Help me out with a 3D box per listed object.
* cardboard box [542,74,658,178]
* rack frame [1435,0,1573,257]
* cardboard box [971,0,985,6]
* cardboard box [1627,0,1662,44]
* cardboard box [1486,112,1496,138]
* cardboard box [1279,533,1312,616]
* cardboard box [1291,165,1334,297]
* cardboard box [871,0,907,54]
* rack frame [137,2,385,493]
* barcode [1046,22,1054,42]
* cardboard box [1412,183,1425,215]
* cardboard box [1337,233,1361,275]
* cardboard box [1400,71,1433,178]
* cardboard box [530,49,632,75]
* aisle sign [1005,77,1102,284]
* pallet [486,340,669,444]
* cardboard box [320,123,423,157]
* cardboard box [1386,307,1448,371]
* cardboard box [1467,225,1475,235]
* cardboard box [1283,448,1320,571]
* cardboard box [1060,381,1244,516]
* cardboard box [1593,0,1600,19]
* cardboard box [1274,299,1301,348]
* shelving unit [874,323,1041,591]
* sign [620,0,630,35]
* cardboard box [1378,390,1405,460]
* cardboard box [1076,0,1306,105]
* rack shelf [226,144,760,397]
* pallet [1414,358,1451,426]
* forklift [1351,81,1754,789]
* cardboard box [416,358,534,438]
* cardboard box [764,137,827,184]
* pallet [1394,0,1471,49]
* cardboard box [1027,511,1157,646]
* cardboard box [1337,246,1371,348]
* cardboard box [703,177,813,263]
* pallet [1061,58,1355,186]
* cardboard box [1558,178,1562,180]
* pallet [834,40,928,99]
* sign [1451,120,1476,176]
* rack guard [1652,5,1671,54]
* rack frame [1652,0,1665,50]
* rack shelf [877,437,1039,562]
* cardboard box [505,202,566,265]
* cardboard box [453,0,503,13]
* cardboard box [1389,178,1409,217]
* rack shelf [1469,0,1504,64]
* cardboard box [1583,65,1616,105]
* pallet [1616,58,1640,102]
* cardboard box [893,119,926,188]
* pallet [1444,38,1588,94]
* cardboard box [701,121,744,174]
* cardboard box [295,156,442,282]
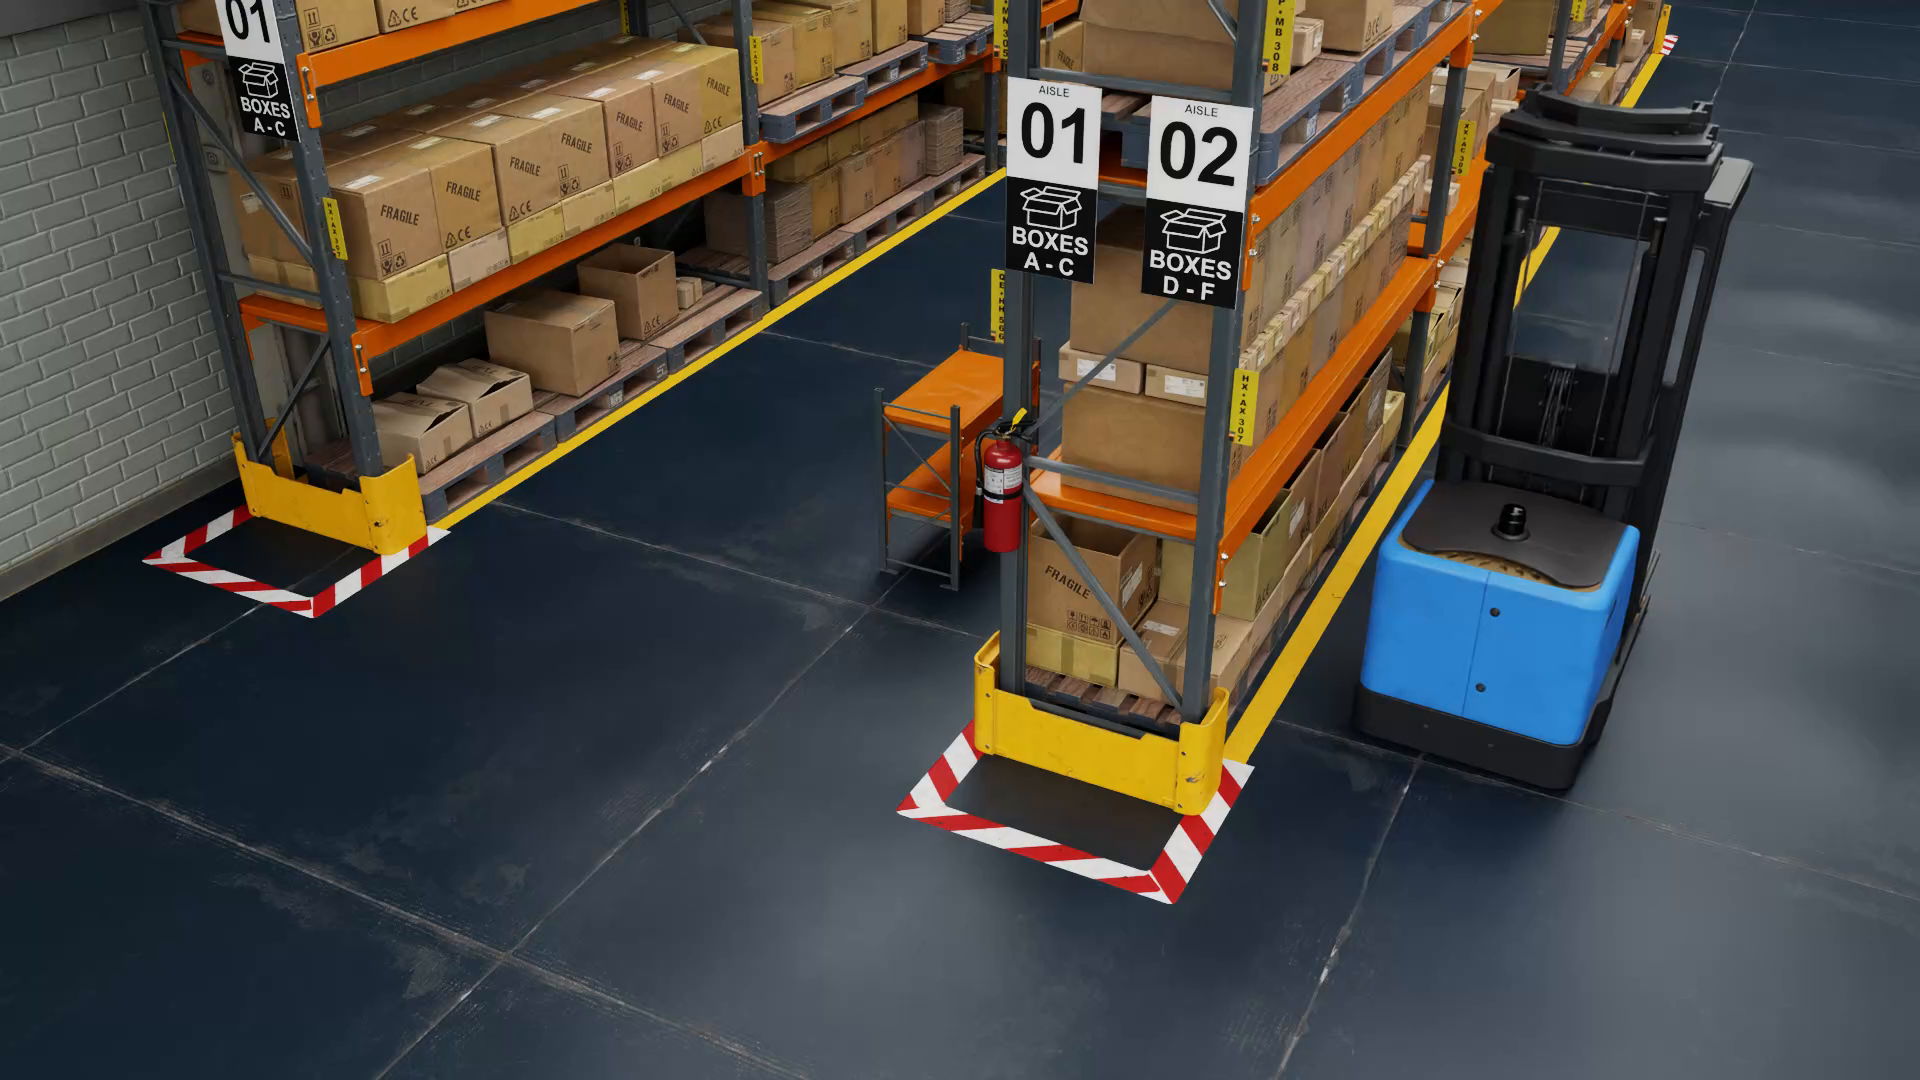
[{"bbox_3d":[-2.336,-2.695,10.809,0.500,0.500,0.500,13,32,22],"label":"cardboard box"},{"bbox_3d":[4.299,-3.801,13.356,1.000,3.000,0.127,14,33,23],"label":"rack frame"},{"bbox_3d":[0.337,-5.261,15.480,0.500,0.500,0.500,15,33,25],"label":"cardboard box"},{"bbox_3d":[7.915,-6.157,19.528,0.500,0.500,0.500,14,33,23],"label":"cardboard box"},{"bbox_3d":[3.769,-3.114,12.412,0.380,0.149,0.250,17,34,27],"label":"cardboard box"},{"bbox_3d":[1.550,0.125,8.860,0.500,0.250,0.500,14,33,23],"label":"cardboard box"},{"bbox_3d":[1.367,-1.546,8.026,0.700,0.500,0.500,14,33,23],"label":"cardboard box"},{"bbox_3d":[-0.865,-4.389,13.839,0.700,0.500,0.500,14,33,23],"label":"cardboard box"},{"bbox_3d":[-3.757,-1.376,9.135,1.000,3.000,0.127,14,33,23],"label":"rack frame"},{"bbox_3d":[0.363,-2.050,6.713,0.001,0.075,0.075,14,33,23],"label":"barcode"},{"bbox_3d":[2.663,-2.191,10.703,0.500,0.250,0.500,17,34,26],"label":"cardboard box"},{"bbox_3d":[1.846,-1.502,8.602,0.380,0.149,0.250,15,33,25],"label":"cardboard box"},{"bbox_3d":[2.281,-2.435,9.575,0.700,0.500,0.500,14,33,24],"label":"cardboard box"},{"bbox_3d":[-2.573,-3.029,11.390,0.500,0.500,0.500,14,33,23],"label":"cardboard box"},{"bbox_3d":[0.364,-1.419,6.598,0.394,0.787,0.004,14,33,23],"label":"aisle sign"},{"bbox_3d":[-2.763,-1.092,11.439,1.003,0.211,1.213,14,33,23],"label":"pallet"},{"bbox_3d":[-3.493,-2.123,9.813,0.500,0.500,0.500,15,33,24],"label":"cardboard box"},{"bbox_3d":[2.887,-1.387,10.930,0.500,0.311,0.500,14,33,23],"label":"cardboard box"},{"bbox_3d":[3.817,-2.291,12.503,0.500,0.311,0.500,14,33,23],"label":"cardboard box"},{"bbox_3d":[1.540,-0.203,8.678,0.500,0.500,0.500,14,33,23],"label":"cardboard box"},{"bbox_3d":[0.879,-0.502,7.511,0.700,0.500,0.500,14,33,23],"label":"cardboard box"},{"bbox_3d":[5.372,-5.002,14.927,0.700,0.500,0.500,6,30,11],"label":"cardboard box"},{"bbox_3d":[1.375,-1.043,7.803,0.380,0.149,0.250,14,33,23],"label":"cardboard box"},{"bbox_3d":[0.003,-0.491,9.475,0.538,1.125,1.048,14,33,23],"label":"shelving unit"},{"bbox_3d":[-2.430,-3.776,12.151,0.100,0.325,0.005,14,33,23],"label":"sign"},{"bbox_3d":[2.460,-0.762,10.404,0.500,0.250,0.500,14,33,23],"label":"cardboard box"},{"bbox_3d":[0.920,-2.096,6.710,0.797,0.503,0.637,17,34,27],"label":"cardboard box"},{"bbox_3d":[-2.845,-1.951,10.858,1.077,0.370,4.000,14,33,23],"label":"rack shelf"},{"bbox_3d":[2.778,-1.154,11.547,1.003,0.211,1.213,14,33,23],"label":"pallet"},{"bbox_3d":[3.061,-0.833,8.257,1.130,2.935,3.031,16,33,25],"label":"forklift"},{"bbox_3d":[-3.102,-0.940,10.633,0.500,0.311,0.500,17,34,27],"label":"cardboard box"},{"bbox_3d":[-1.416,-3.108,13.465,0.500,0.250,0.500,14,33,22],"label":"cardboard box"},{"bbox_3d":[2.112,-2.906,8.875,1.003,0.211,1.213,14,33,23],"label":"pallet"},{"bbox_3d":[0.634,0.126,8.105,0.500,0.500,0.500,14,33,23],"label":"cardboard box"},{"bbox_3d":[1.814,-1.416,9.103,0.700,0.500,0.500,15,33,24],"label":"cardboard box"},{"bbox_3d":[-1.614,-2.586,13.310,0.700,0.500,0.500,15,33,25],"label":"cardboard box"},{"bbox_3d":[1.000,-1.824,6.991,1.003,0.211,1.213,14,33,23],"label":"pallet"},{"bbox_3d":[4.995,-3.278,14.514,0.500,0.500,0.500,13,32,22],"label":"cardboard box"},{"bbox_3d":[-0.978,-3.953,13.814,1.003,0.211,1.213,14,33,23],"label":"pallet"},{"bbox_3d":[2.972,-2.312,9.815,0.100,0.325,0.005,14,33,23],"label":"sign"},{"bbox_3d":[7.909,-6.230,20.096,1.175,0.500,0.348,14,33,23],"label":"rack guard"},{"bbox_3d":[7.944,-7.347,19.532,1.000,3.000,0.127,14,33,23],"label":"rack frame"},{"bbox_3d":[0.003,-0.279,9.597,0.538,0.278,1.000,14,33,23],"label":"rack shelf"},{"bbox_3d":[-2.790,-1.922,10.216,0.500,0.250,0.500,14,33,23],"label":"cardboard box"},{"bbox_3d":[-2.872,-3.282,9.320,0.500,0.500,0.500,16,33,26],"label":"cardboard box"},{"bbox_3d":[2.312,-1.957,9.394,0.380,0.149,0.250,13,32,22],"label":"cardboard box"},{"bbox_3d":[3.388,-3.903,11.245,1.077,0.370,4.000,14,33,23],"label":"rack shelf"},{"bbox_3d":[6.152,-4.397,16.463,0.500,0.500,0.500,14,33,23],"label":"cardboard box"},{"bbox_3d":[6.990,-5.212,18.614,1.003,0.211,1.213,14,33,23],"label":"pallet"},{"bbox_3d":[-0.732,-3.497,14.895,0.700,0.500,0.500,14,33,23],"label":"cardboard box"},{"bbox_3d":[4.546,-4.034,13.955,1.213,0.211,1.003,14,33,23],"label":"pallet"},{"bbox_3d":[-1.880,-2.814,11.769,0.500,0.250,0.500,14,33,23],"label":"cardboard box"},{"bbox_3d":[-3.272,-1.789,9.230,0.500,0.500,0.500,14,33,23],"label":"cardboard box"}]
